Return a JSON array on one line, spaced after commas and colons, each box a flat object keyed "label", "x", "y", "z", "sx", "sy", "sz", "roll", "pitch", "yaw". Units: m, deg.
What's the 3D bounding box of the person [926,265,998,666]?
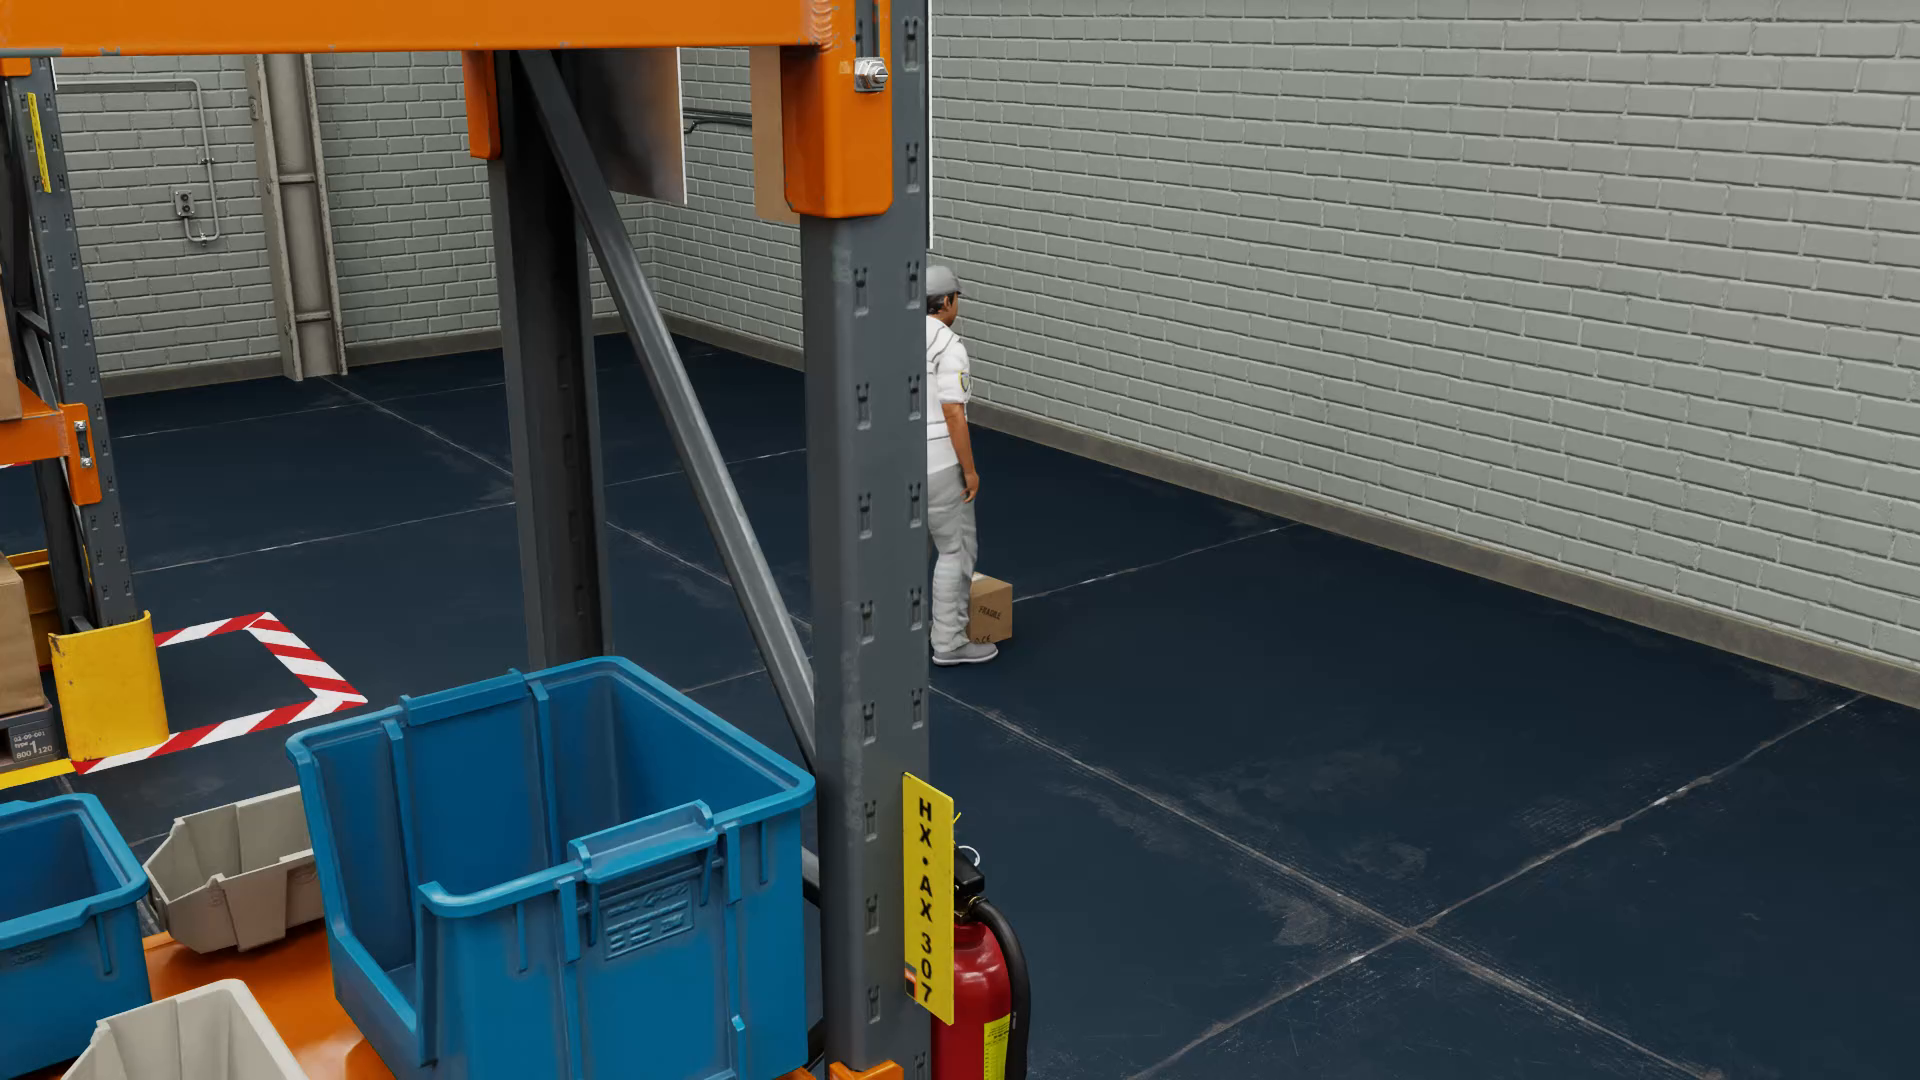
[{"label": "person", "x": -0.113, "y": -0.318, "z": 7.032, "sx": 0.470, "sy": 1.665, "sz": 0.560, "roll": -15, "pitch": 23, "yaw": -39}]
